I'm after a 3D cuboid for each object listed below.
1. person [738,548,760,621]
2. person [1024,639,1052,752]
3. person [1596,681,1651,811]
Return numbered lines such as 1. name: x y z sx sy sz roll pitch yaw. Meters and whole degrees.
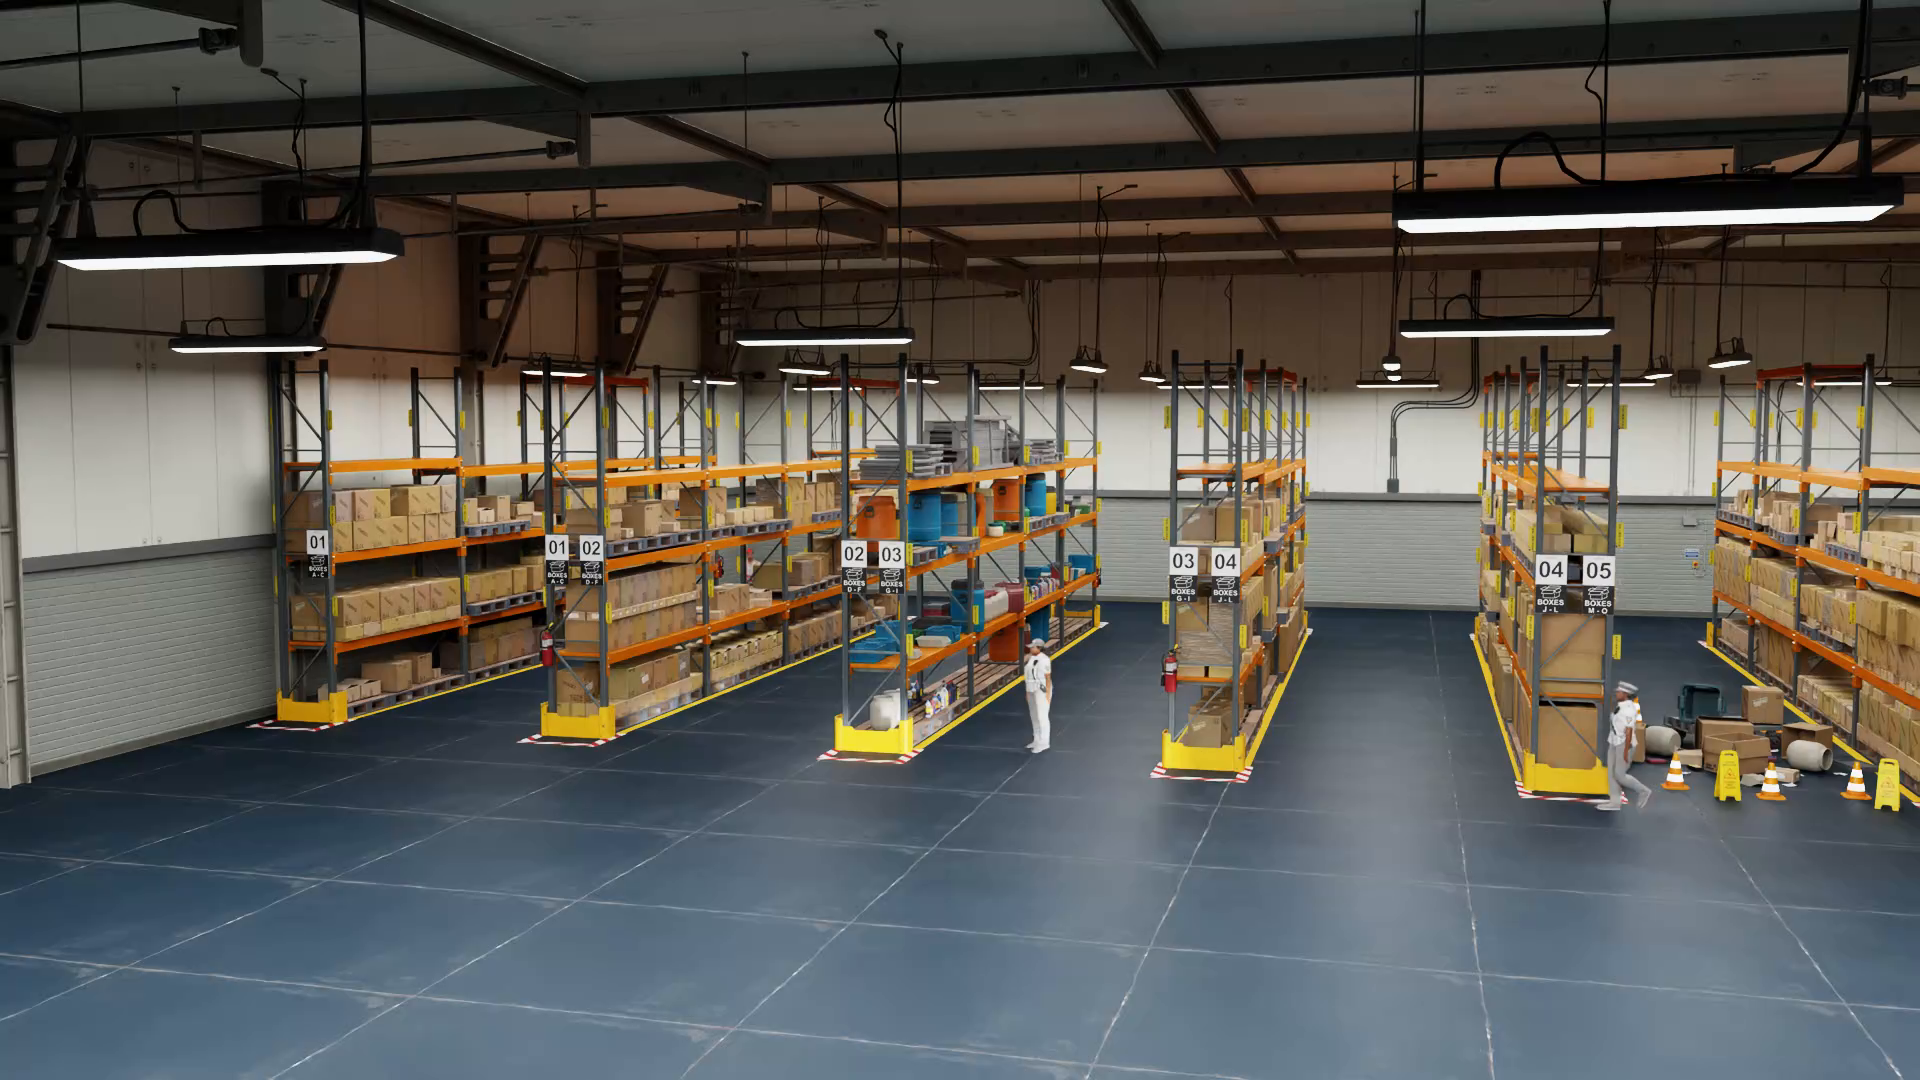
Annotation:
1. person: -5.298 1.104 41.741 0.513 1.778 0.867 1 4 11
2. person: 1.182 2.353 25.373 0.451 1.684 0.589 -2 5 -27
3. person: 8.479 2.629 21.181 0.594 1.678 0.455 -1 4 -8
